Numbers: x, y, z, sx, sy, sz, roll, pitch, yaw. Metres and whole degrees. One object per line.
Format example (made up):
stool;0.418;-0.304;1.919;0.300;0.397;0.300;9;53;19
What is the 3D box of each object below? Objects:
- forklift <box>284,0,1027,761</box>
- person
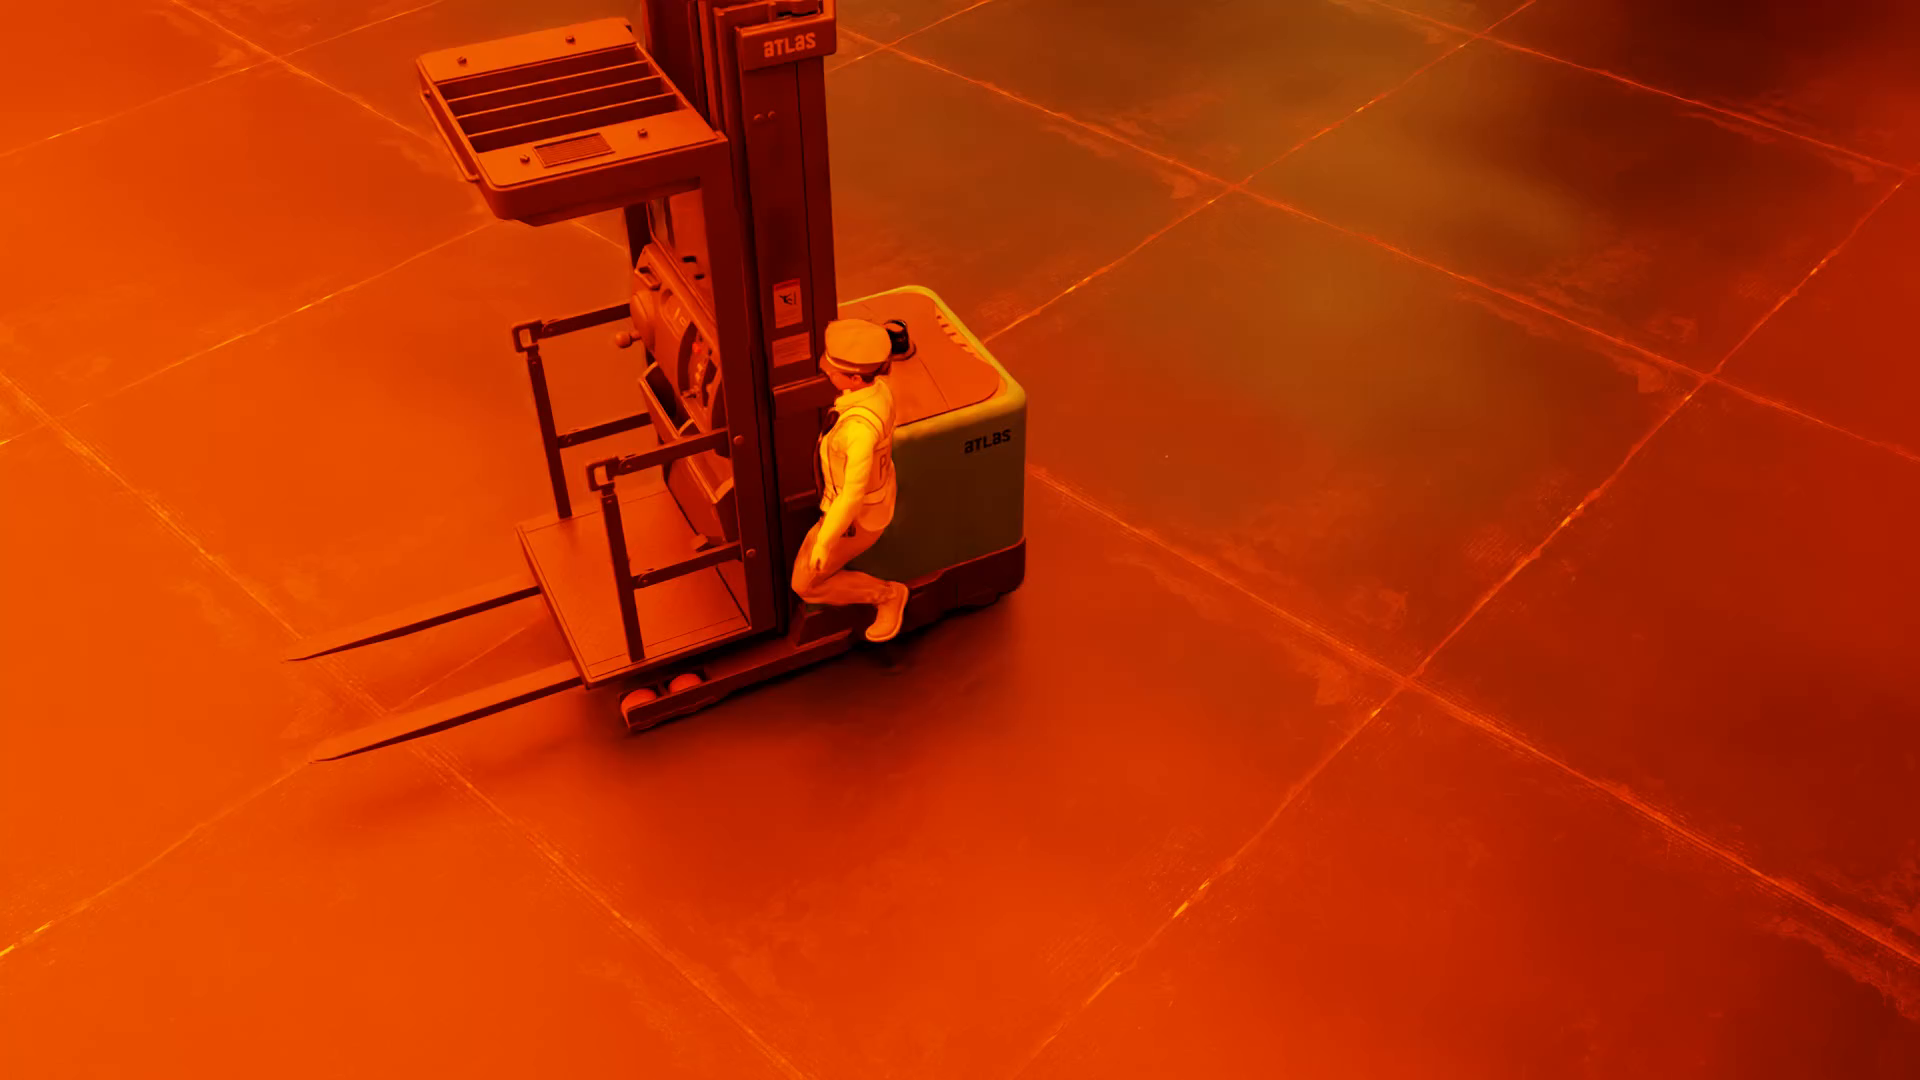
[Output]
forklift;-1.264;-0.737;6.287;3.031;2.935;1.130;-18;44;-20
person;-0.544;-0.228;6.572;0.658;1.476;0.688;5;41;6
